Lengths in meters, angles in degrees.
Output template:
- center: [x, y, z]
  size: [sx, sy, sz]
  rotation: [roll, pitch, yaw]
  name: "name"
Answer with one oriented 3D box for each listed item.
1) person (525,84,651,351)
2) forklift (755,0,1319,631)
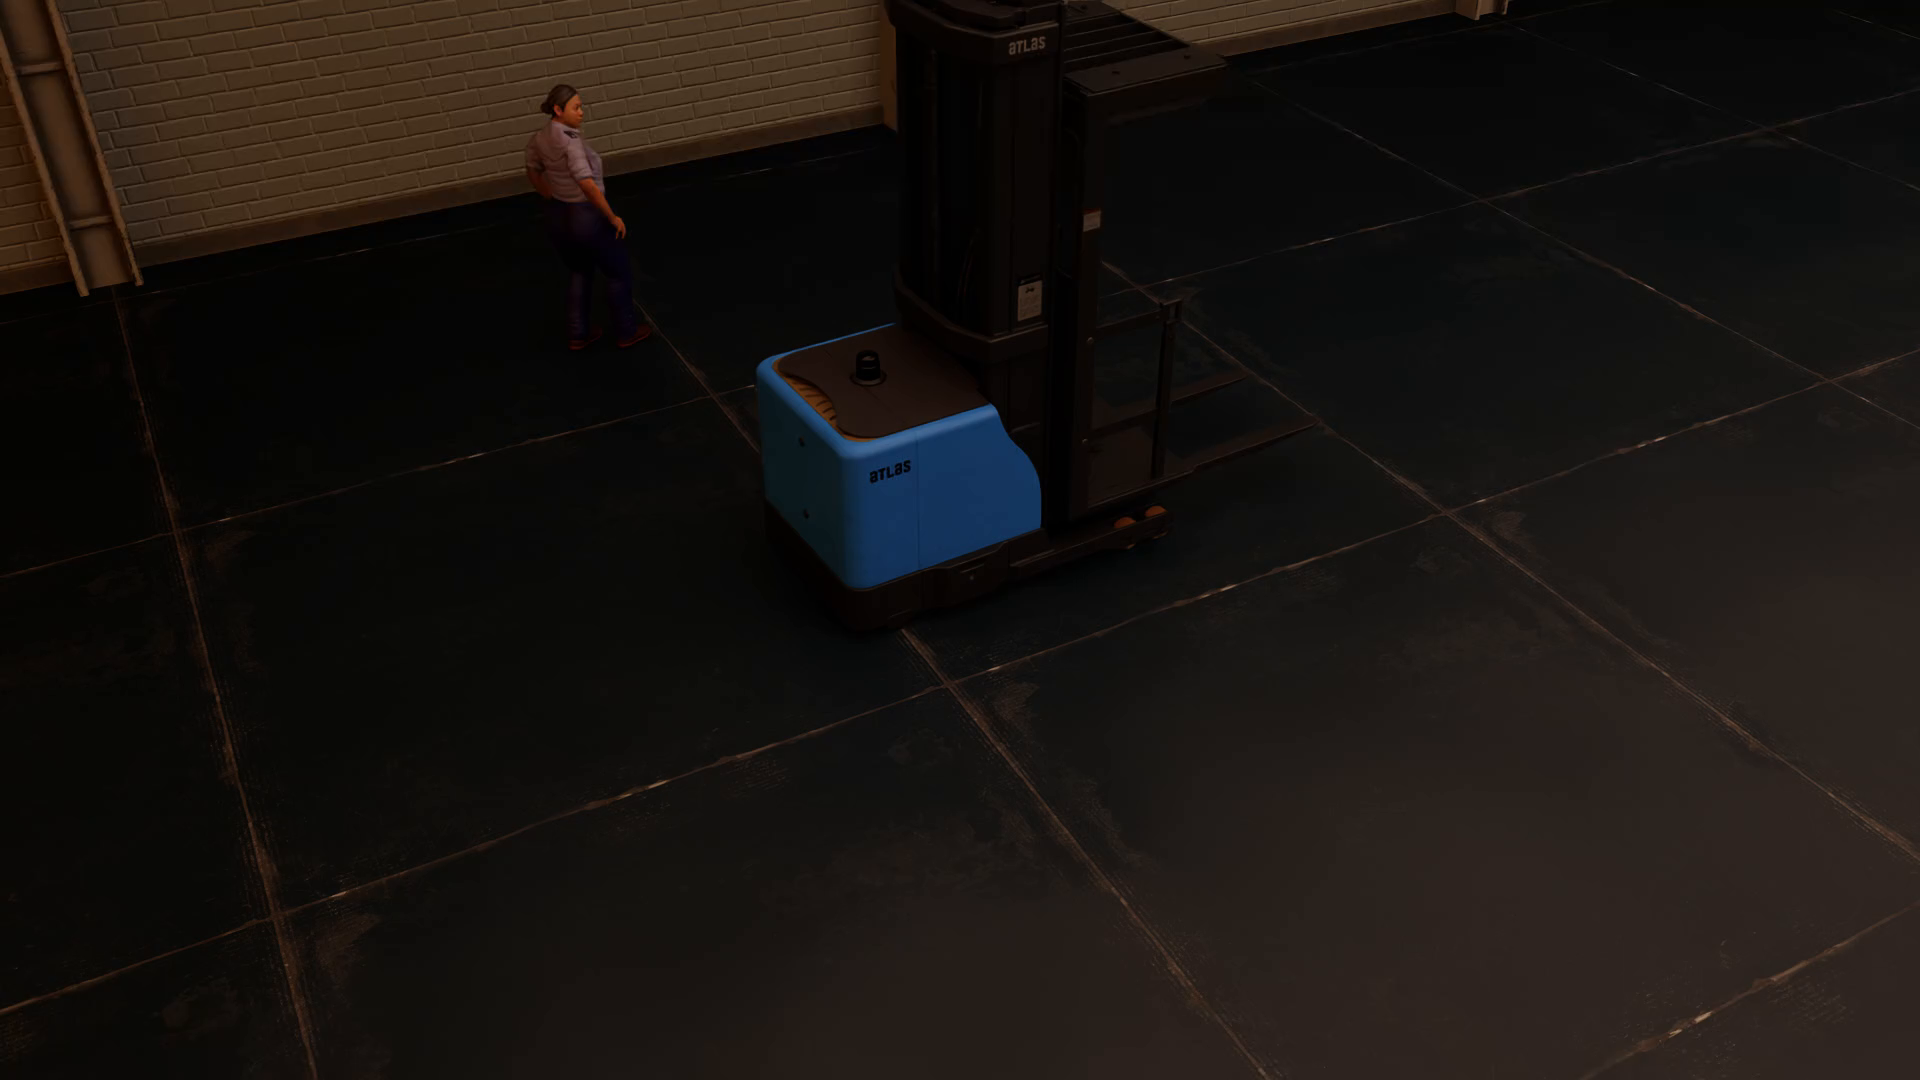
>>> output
- center: [-2.239, -1.932, 9.985]
  size: [0.686, 1.634, 0.489]
  rotation: [21, 40, 27]
  name: "person"
- center: [0.524, -1.391, 8.090]
  size: [3.031, 2.935, 1.130]
  rotation: [-19, 40, -25]
  name: "forklift"
